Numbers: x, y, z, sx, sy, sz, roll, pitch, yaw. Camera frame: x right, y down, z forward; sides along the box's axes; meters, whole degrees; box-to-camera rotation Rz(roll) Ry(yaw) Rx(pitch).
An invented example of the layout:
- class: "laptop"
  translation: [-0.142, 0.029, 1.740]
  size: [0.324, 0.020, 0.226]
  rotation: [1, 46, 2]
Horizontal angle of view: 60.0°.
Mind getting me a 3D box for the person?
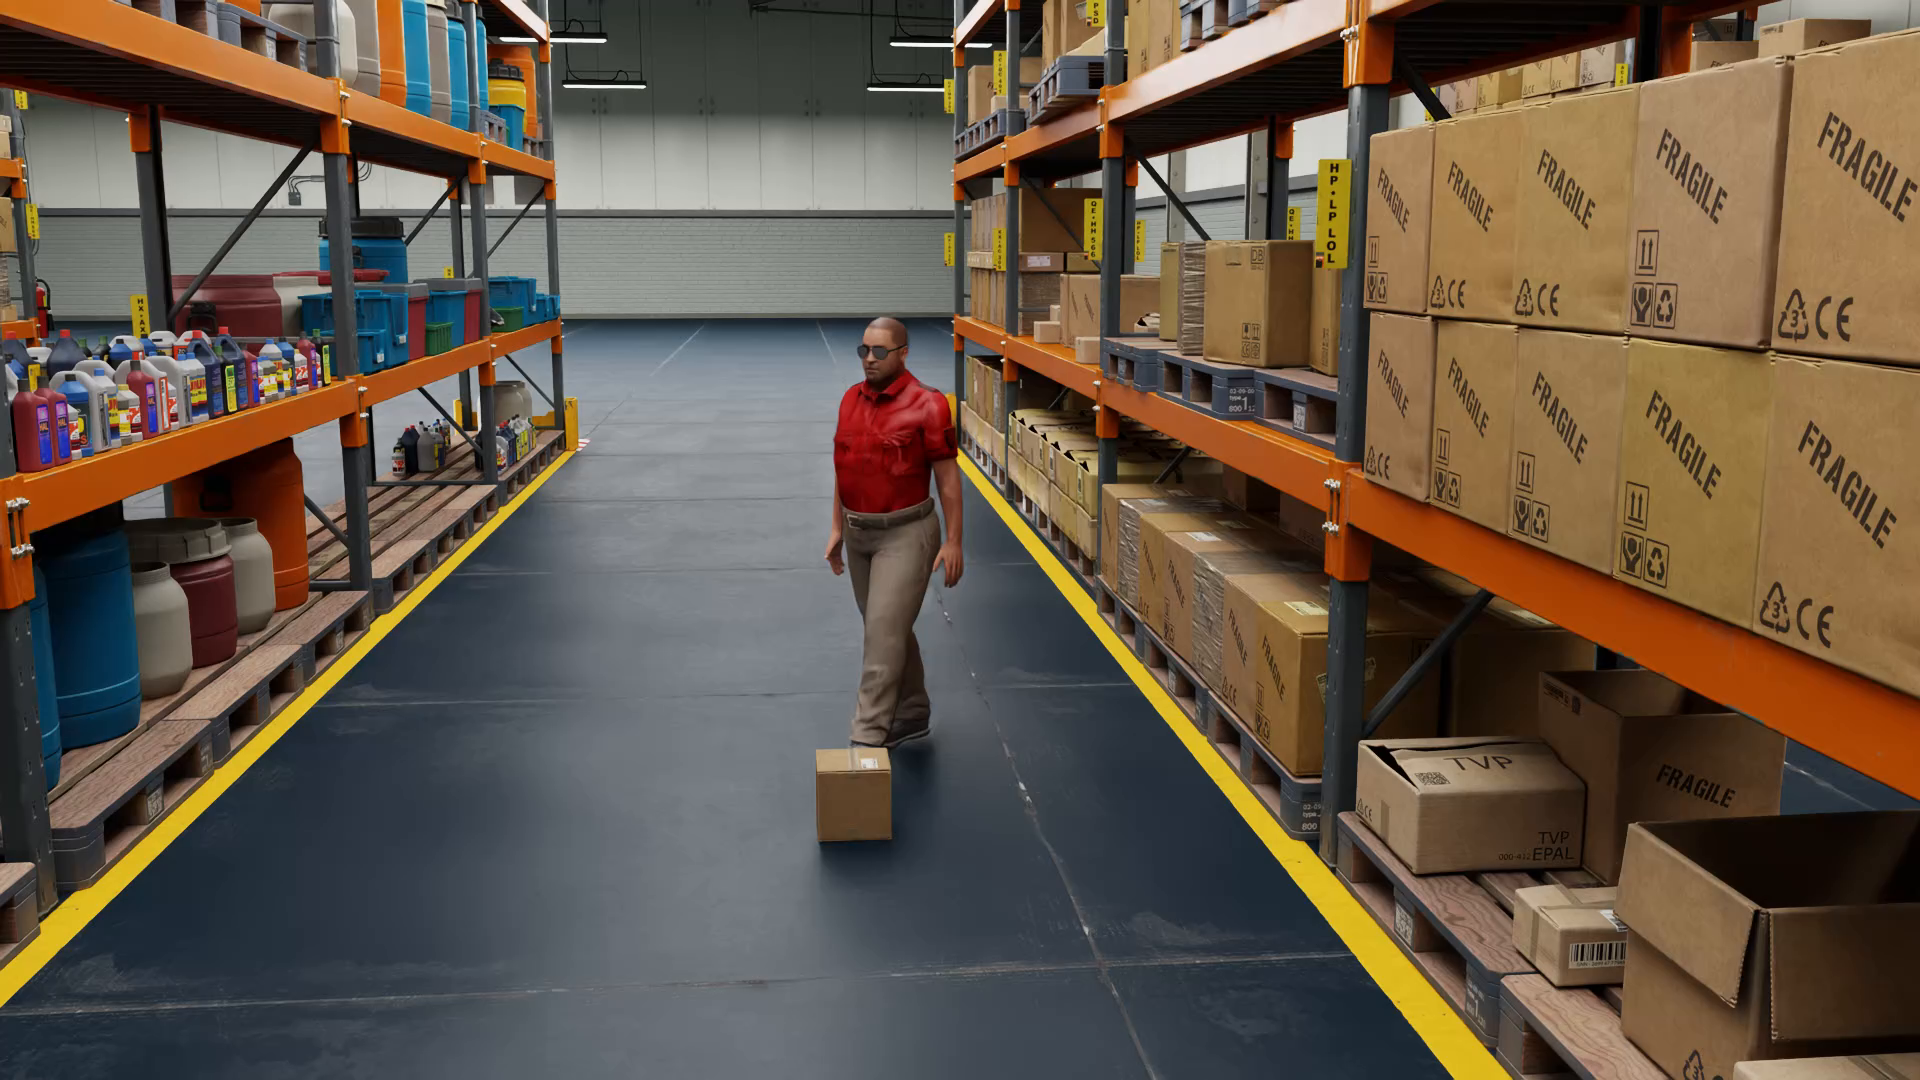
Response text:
- class: "person"
  translation: [-0.362, 0.015, 6.345]
  size: [0.584, 1.715, 0.780]
  rotation: [9, 13, 41]
